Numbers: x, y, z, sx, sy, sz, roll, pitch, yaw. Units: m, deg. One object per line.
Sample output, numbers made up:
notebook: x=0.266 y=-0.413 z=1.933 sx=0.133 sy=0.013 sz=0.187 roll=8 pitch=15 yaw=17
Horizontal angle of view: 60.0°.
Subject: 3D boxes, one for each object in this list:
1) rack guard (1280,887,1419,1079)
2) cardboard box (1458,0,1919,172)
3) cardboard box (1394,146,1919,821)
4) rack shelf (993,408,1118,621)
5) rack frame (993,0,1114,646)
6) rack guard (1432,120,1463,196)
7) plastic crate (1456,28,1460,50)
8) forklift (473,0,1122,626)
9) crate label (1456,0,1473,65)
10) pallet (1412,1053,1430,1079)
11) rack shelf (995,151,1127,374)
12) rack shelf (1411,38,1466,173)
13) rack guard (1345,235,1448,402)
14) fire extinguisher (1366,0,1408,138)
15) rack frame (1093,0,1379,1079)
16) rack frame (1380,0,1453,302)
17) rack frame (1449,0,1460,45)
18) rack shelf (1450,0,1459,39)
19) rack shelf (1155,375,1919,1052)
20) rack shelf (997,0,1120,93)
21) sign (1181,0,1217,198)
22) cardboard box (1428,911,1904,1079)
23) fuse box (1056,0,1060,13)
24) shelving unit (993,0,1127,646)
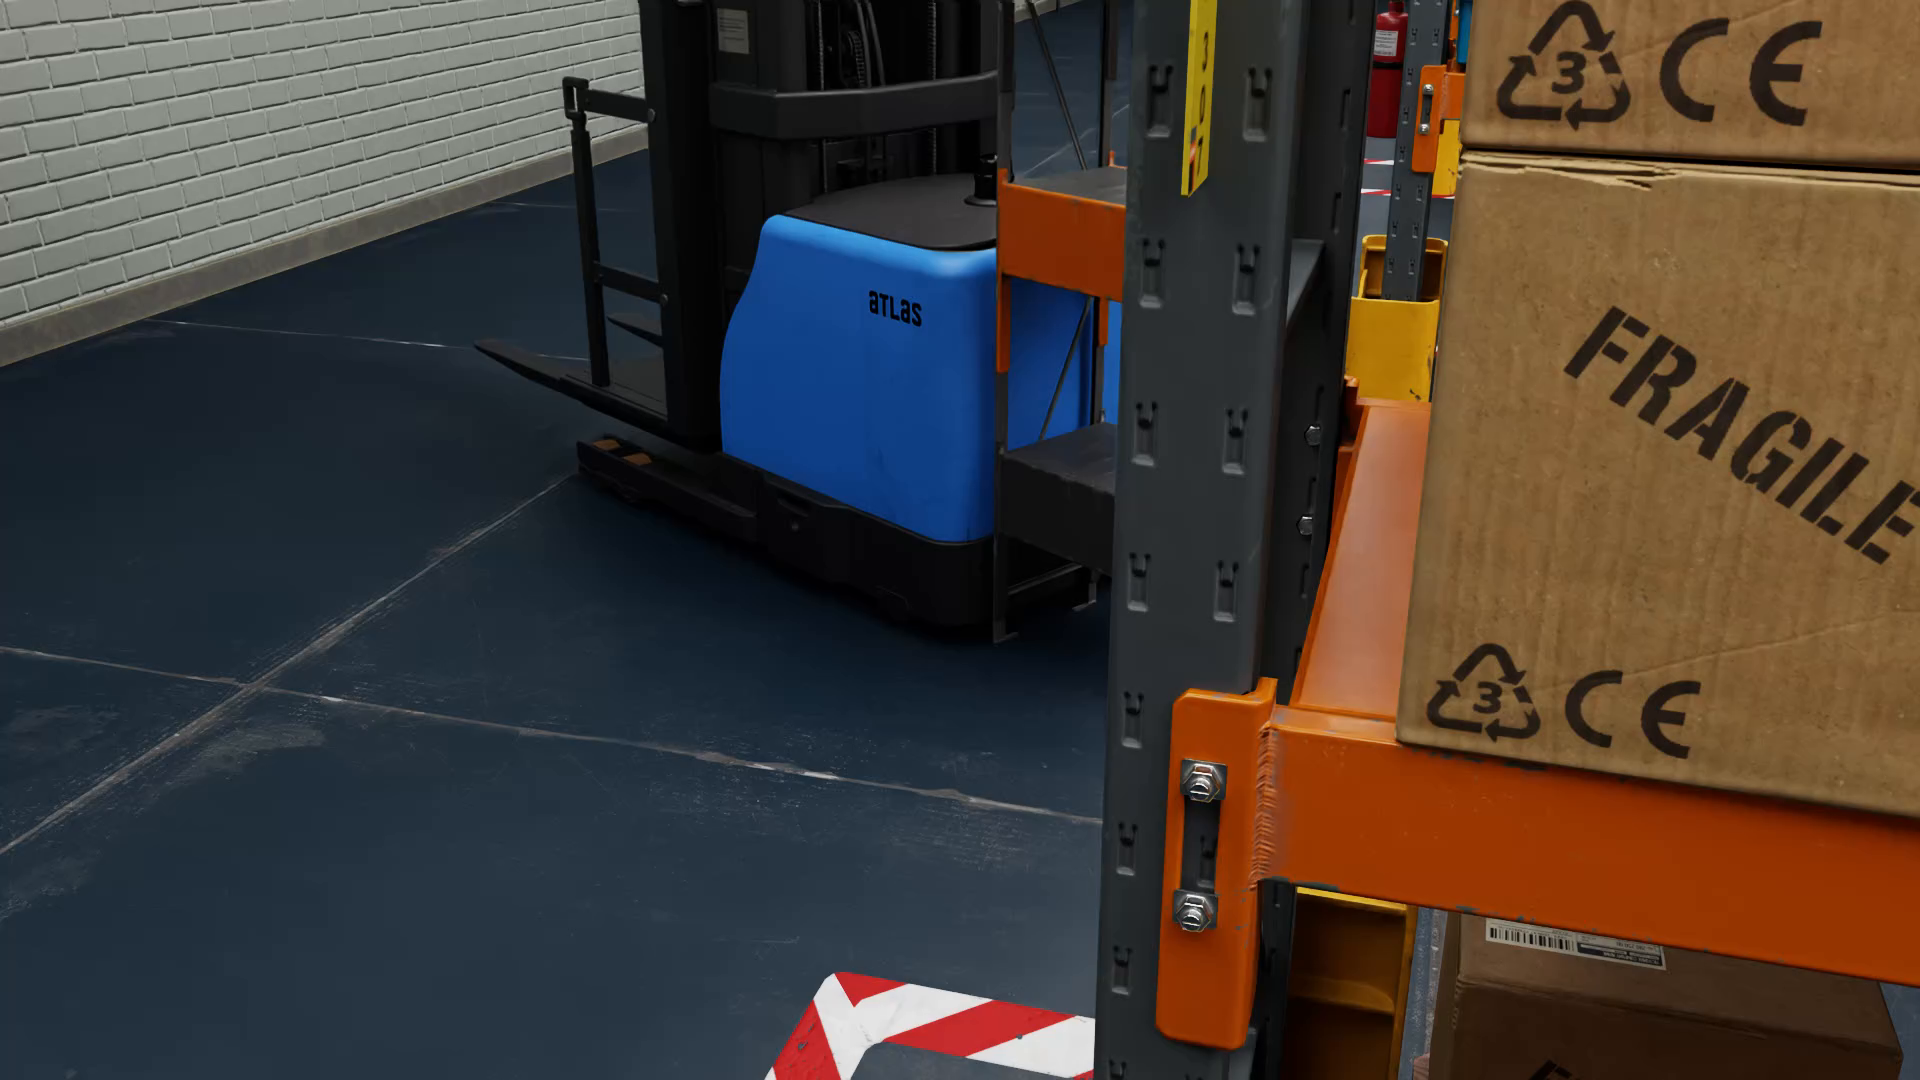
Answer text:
rack guard: x=0.407 y=0.950 z=2.294 sx=0.348 sy=0.500 sz=1.175 roll=7 pitch=23 yaw=16
cardboard box: x=0.683 y=-0.579 z=1.279 sx=0.500 sy=0.500 sz=0.500 roll=7 pitch=23 yaw=17
cardboard box: x=0.683 y=-0.116 z=1.469 sx=0.500 sy=0.500 sz=0.500 roll=7 pitch=23 yaw=17
rack shelf: x=0.407 y=-0.006 z=4.399 sx=0.431 sy=0.518 sz=0.480 roll=-19 pitch=29 yaw=-39
rack frame: x=0.242 y=-0.735 z=4.294 sx=0.400 sy=2.100 sz=0.015 roll=-19 pitch=29 yaw=-39
rack guard: x=3.177 y=-2.659 z=11.095 sx=0.348 sy=0.500 sz=1.175 roll=7 pitch=23 yaw=16
plastic crate: x=2.143 y=-2.089 z=6.284 sx=0.499 sy=0.435 sz=0.616 roll=7 pitch=23 yaw=16
forklift: x=-0.661 y=-1.596 z=5.299 sx=1.130 sy=2.935 sz=3.031 roll=-19 pitch=29 yaw=-39
crate label: x=1.910 y=-1.817 z=5.889 sx=0.303 sy=0.233 sz=0.416 roll=7 pitch=23 yaw=16
pallet: x=1.171 y=1.171 z=2.137 sx=1.213 sy=0.211 sz=1.003 roll=7 pitch=23 yaw=16
rack shelf: x=0.407 y=-0.654 z=4.134 sx=0.431 sy=0.518 sz=0.480 roll=-19 pitch=29 yaw=-39
rack shelf: x=3.684 y=-1.462 z=5.829 sx=4.000 sy=0.370 sz=1.077 roll=7 pitch=23 yaw=16
rack guard: x=1.742 y=-0.855 z=6.696 sx=0.348 sy=0.500 sz=1.175 roll=7 pitch=23 yaw=16
fire extinguisher: x=1.756 y=-1.987 z=6.755 sx=0.183 sy=0.674 sz=0.296 roll=7 pitch=23 yaw=16
rack frame: x=0.334 y=-0.213 z=1.837 sx=0.053 sy=2.616 sz=0.949 roll=7 pitch=23 yaw=16
rack frame: x=1.769 y=-2.014 z=6.227 sx=0.127 sy=3.000 sz=1.000 roll=7 pitch=23 yaw=16
rack frame: x=3.200 y=-3.813 z=10.614 sx=0.127 sy=3.000 sz=1.000 roll=7 pitch=23 yaw=16
rack shelf: x=5.114 y=-3.261 z=10.216 sx=4.000 sy=0.370 sz=1.077 roll=7 pitch=23 yaw=16
rack shelf: x=2.249 y=0.338 z=1.442 sx=4.000 sy=0.370 sz=1.077 roll=7 pitch=23 yaw=16
rack shelf: x=0.407 y=-1.302 z=3.868 sx=0.431 sy=0.518 sz=0.480 roll=-19 pitch=29 yaw=-39
sign: x=0.178 y=-0.418 z=1.195 sx=0.005 sy=0.325 sz=0.100 roll=7 pitch=23 yaw=16
cardboard box: x=0.926 y=0.709 z=2.304 sx=0.500 sy=0.500 sz=0.500 roll=7 pitch=23 yaw=16
fuse box: x=1.404 y=-8.175 z=22.944 sx=0.414 sy=1.711 sz=0.539 roll=7 pitch=23 yaw=16
shelving unit: x=0.407 y=-0.667 z=4.128 sx=0.431 sy=2.100 sz=0.503 roll=-19 pitch=29 yaw=-39
